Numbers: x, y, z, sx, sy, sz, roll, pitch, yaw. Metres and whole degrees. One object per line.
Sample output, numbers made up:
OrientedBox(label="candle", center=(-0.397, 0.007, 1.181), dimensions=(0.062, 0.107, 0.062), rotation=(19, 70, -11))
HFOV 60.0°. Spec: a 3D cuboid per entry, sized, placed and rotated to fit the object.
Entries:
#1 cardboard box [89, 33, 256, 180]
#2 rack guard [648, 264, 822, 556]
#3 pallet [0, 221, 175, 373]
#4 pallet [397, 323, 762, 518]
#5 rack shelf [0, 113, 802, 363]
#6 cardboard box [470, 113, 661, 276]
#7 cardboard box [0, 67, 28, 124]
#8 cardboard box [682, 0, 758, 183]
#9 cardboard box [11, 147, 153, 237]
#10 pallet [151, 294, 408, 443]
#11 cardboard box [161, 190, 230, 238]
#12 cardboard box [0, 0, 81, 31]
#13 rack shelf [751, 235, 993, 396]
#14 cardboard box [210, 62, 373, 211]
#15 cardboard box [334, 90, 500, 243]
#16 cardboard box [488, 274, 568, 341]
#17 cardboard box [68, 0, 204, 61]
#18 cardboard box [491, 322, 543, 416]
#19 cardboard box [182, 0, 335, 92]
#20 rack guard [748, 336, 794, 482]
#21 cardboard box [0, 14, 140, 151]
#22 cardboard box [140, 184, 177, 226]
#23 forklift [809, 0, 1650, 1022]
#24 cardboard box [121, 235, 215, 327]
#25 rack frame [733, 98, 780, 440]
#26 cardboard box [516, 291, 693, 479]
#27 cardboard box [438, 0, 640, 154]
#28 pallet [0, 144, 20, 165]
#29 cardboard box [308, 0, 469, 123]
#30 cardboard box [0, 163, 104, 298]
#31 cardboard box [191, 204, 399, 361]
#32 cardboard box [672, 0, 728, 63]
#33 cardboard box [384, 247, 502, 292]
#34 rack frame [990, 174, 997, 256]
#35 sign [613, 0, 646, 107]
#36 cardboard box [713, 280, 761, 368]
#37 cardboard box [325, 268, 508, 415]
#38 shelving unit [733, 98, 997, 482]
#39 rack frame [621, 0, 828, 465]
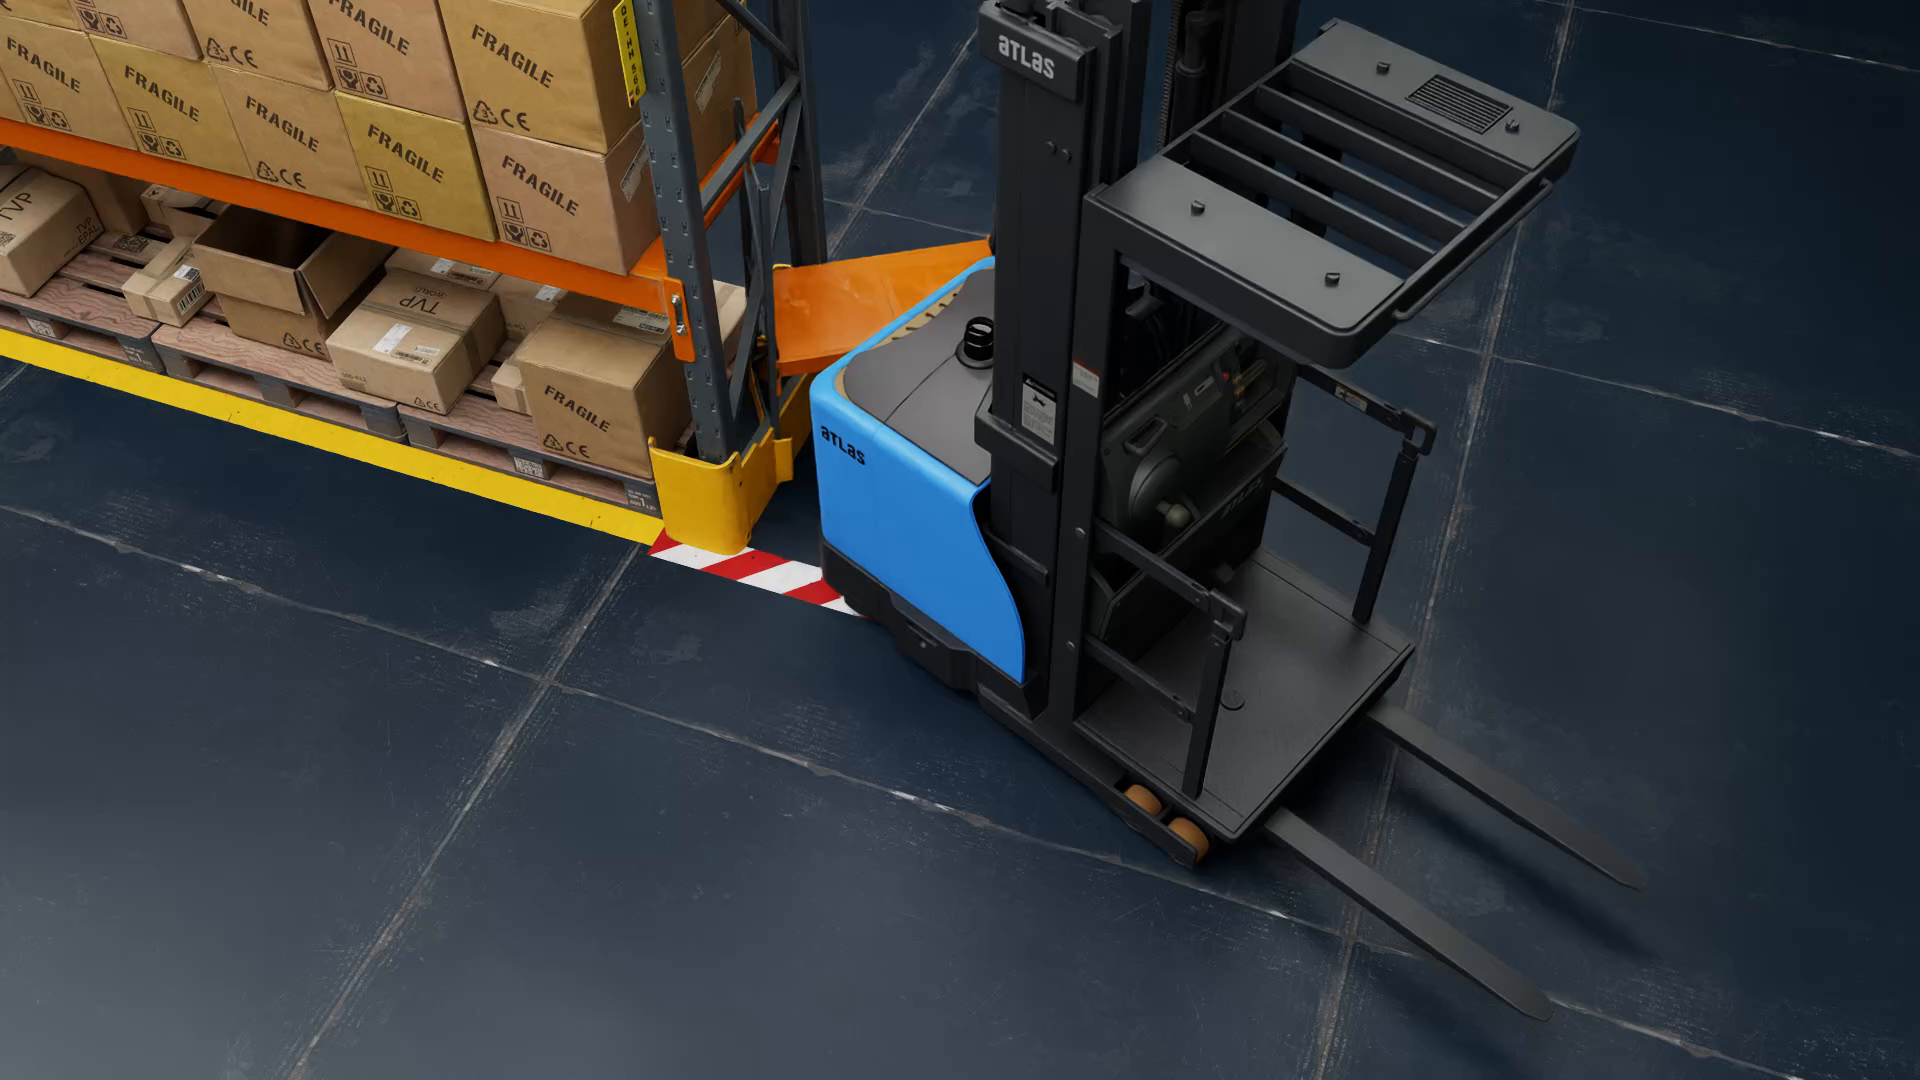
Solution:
OrientedBox(label="cardboard box", center=(-2.703, -1.703, 6.041), dimensions=(0.500, 0.500, 0.500), rotation=(15, 51, 13))
OrientedBox(label="rack guard", center=(-0.833, -0.547, 6.760), dimensions=(0.348, 0.500, 1.175), rotation=(16, 51, 13))
OrientedBox(label="pallet", center=(-3.870, -1.299, 7.603), dimensions=(1.213, 0.211, 1.003), rotation=(16, 51, 13))
OrientedBox(label="pallet", center=(-1.581, -0.660, 7.049), dimensions=(1.213, 0.211, 1.003), rotation=(16, 51, 13))
OrientedBox(label="rack shelf", center=(-2.638, -1.634, 6.524), dimensions=(4.000, 0.370, 1.077), rotation=(16, 51, 13))
OrientedBox(label="cardboard box", center=(-1.276, -1.303, 5.695), dimensions=(0.500, 0.500, 0.500), rotation=(17, 51, 14))
OrientedBox(label="cardboard box", center=(-3.649, -1.967, 6.271), dimensions=(0.500, 0.500, 0.500), rotation=(16, 51, 14))
OrientedBox(label="cardboard box", center=(-1.086, -1.682, 6.023), dimensions=(0.500, 0.500, 0.500), rotation=(17, 51, 14))
OrientedBox(label="cardboard box", center=(-3.881, -1.770, 7.529), dimensions=(0.500, 0.500, 0.500), rotation=(16, 51, 13))
OrientedBox(label="pallet", center=(-2.721, -0.981, 7.327), dimensions=(1.213, 0.211, 1.003), rotation=(16, 51, 13))
OrientedBox(label="cardboard box", center=(-3.177, -1.512, 7.430), dimensions=(0.500, 0.311, 0.500), rotation=(16, 51, 13))
OrientedBox(label="cardboard box", center=(-3.203, -2.161, 5.777), dimensions=(0.500, 0.500, 0.500), rotation=(14, 51, 12))
OrientedBox(label="rack shelf", center=(-0.289, -0.900, 6.604), dimensions=(1.000, 0.185, 0.538), rotation=(-10, 54, -12))
OrientedBox(label="cardboard box", center=(-2.230, -1.571, 5.927), dimensions=(0.500, 0.500, 0.500), rotation=(16, 51, 13))
OrientedBox(label="cardboard box", center=(-1.764, -1.436, 5.810), dimensions=(0.500, 0.500, 0.500), rotation=(16, 51, 13))
OrientedBox(label="cardboard box", center=(-1.642, -1.064, 7.082), dimensions=(0.500, 0.250, 0.500), rotation=(16, 51, 13))
OrientedBox(label="cardboard box", center=(-2.718, -2.026, 5.660), dimensions=(0.500, 0.500, 0.500), rotation=(17, 51, 14))
OrientedBox(label="cardboard box", center=(-1.706, -0.699, 6.822), dimensions=(0.250, 0.166, 0.380), rotation=(16, 51, 13))
OrientedBox(label="cardboard box", center=(-2.236, -1.892, 5.543), dimensions=(0.500, 0.500, 0.500), rotation=(17, 51, 14))
OrientedBox(label="rack guard", center=(-0.784, -0.542, 6.855), dimensions=(0.087, 0.250, 0.587), rotation=(-10, 54, -12))
OrientedBox(label="cardboard box", center=(-3.180, -1.835, 6.156), dimensions=(0.500, 0.500, 0.500), rotation=(15, 51, 13))
OrientedBox(label="cardboard box", center=(-3.508, -1.600, 7.614), dimensions=(0.250, 0.149, 0.380), rotation=(16, 51, 13))
OrientedBox(label="forklift", center=(0.892, -0.309, 4.944), dimensions=(3.031, 2.935, 1.130), rotation=(35, 57, 26))
OrientedBox(label="cardboard box", center=(-3.380, -1.127, 7.192), dimensions=(0.250, 0.166, 0.380), rotation=(16, 51, 13))
OrientedBox(label="rack frame", center=(-0.768, -0.919, 6.358), dimensions=(0.032, 1.500, 0.500), rotation=(-10, 54, -12))
OrientedBox(label="cardboard box", center=(-1.357, -0.639, 6.548), dimensions=(0.500, 0.500, 0.500), rotation=(16, 51, 13))
OrientedBox(label="cardboard box", center=(-1.274, -1.628, 5.314), dimensions=(0.500, 0.500, 0.500), rotation=(15, 51, 13))
OrientedBox(label="pallet", center=(-5.290, -1.666, 7.921), dimensions=(1.213, 0.211, 1.003), rotation=(16, 51, 13))
OrientedBox(label="cardboard box", center=(-1.748, -1.759, 5.428), dimensions=(0.500, 0.500, 0.500), rotation=(17, 51, 14))
OrientedBox(label="cardboard box", center=(-4.195, -1.393, 7.327), dimensions=(0.500, 0.311, 0.500), rotation=(16, 51, 13))
OrientedBox(label="cardboard box", center=(-2.750, -1.231, 7.060), dimensions=(0.637, 0.503, 0.797), rotation=(16, 51, 13))
OrientedBox(label="cardboard box", center=(-1.086, -2.009, 5.645), dimensions=(0.500, 0.500, 0.500), rotation=(17, 51, 14))
OrientedBox(label="cardboard box", center=(-2.111, -1.195, 7.195), dimensions=(0.500, 0.250, 0.500), rotation=(16, 51, 13))
OrientedBox(label="rack frame", center=(0.210, -1.101, 6.566), dimensions=(0.032, 1.500, 0.500), rotation=(-10, 54, -12))
OrientedBox(label="sign", center=(-0.973, -1.440, 4.904), dimensions=(0.005, 0.325, 0.100), rotation=(16, 51, 13))
OrientedBox(label="cardboard box", center=(-1.035, -0.909, 7.015), dimensions=(0.250, 0.149, 0.380), rotation=(16, 51, 13))
OrientedBox(label="cardboard box", center=(-2.238, -0.827, 6.877), dimensions=(0.500, 0.250, 0.500), rotation=(16, 51, 13))
OrientedBox(label="shelving unit", center=(-0.270, -1.012, 6.464), dimensions=(1.083, 1.500, 0.587), rotation=(-10, 54, -12))
OrientedBox(label="rack frame", center=(-0.761, -1.346, 5.798), dimensions=(0.127, 3.000, 1.000), rotation=(16, 51, 13))
